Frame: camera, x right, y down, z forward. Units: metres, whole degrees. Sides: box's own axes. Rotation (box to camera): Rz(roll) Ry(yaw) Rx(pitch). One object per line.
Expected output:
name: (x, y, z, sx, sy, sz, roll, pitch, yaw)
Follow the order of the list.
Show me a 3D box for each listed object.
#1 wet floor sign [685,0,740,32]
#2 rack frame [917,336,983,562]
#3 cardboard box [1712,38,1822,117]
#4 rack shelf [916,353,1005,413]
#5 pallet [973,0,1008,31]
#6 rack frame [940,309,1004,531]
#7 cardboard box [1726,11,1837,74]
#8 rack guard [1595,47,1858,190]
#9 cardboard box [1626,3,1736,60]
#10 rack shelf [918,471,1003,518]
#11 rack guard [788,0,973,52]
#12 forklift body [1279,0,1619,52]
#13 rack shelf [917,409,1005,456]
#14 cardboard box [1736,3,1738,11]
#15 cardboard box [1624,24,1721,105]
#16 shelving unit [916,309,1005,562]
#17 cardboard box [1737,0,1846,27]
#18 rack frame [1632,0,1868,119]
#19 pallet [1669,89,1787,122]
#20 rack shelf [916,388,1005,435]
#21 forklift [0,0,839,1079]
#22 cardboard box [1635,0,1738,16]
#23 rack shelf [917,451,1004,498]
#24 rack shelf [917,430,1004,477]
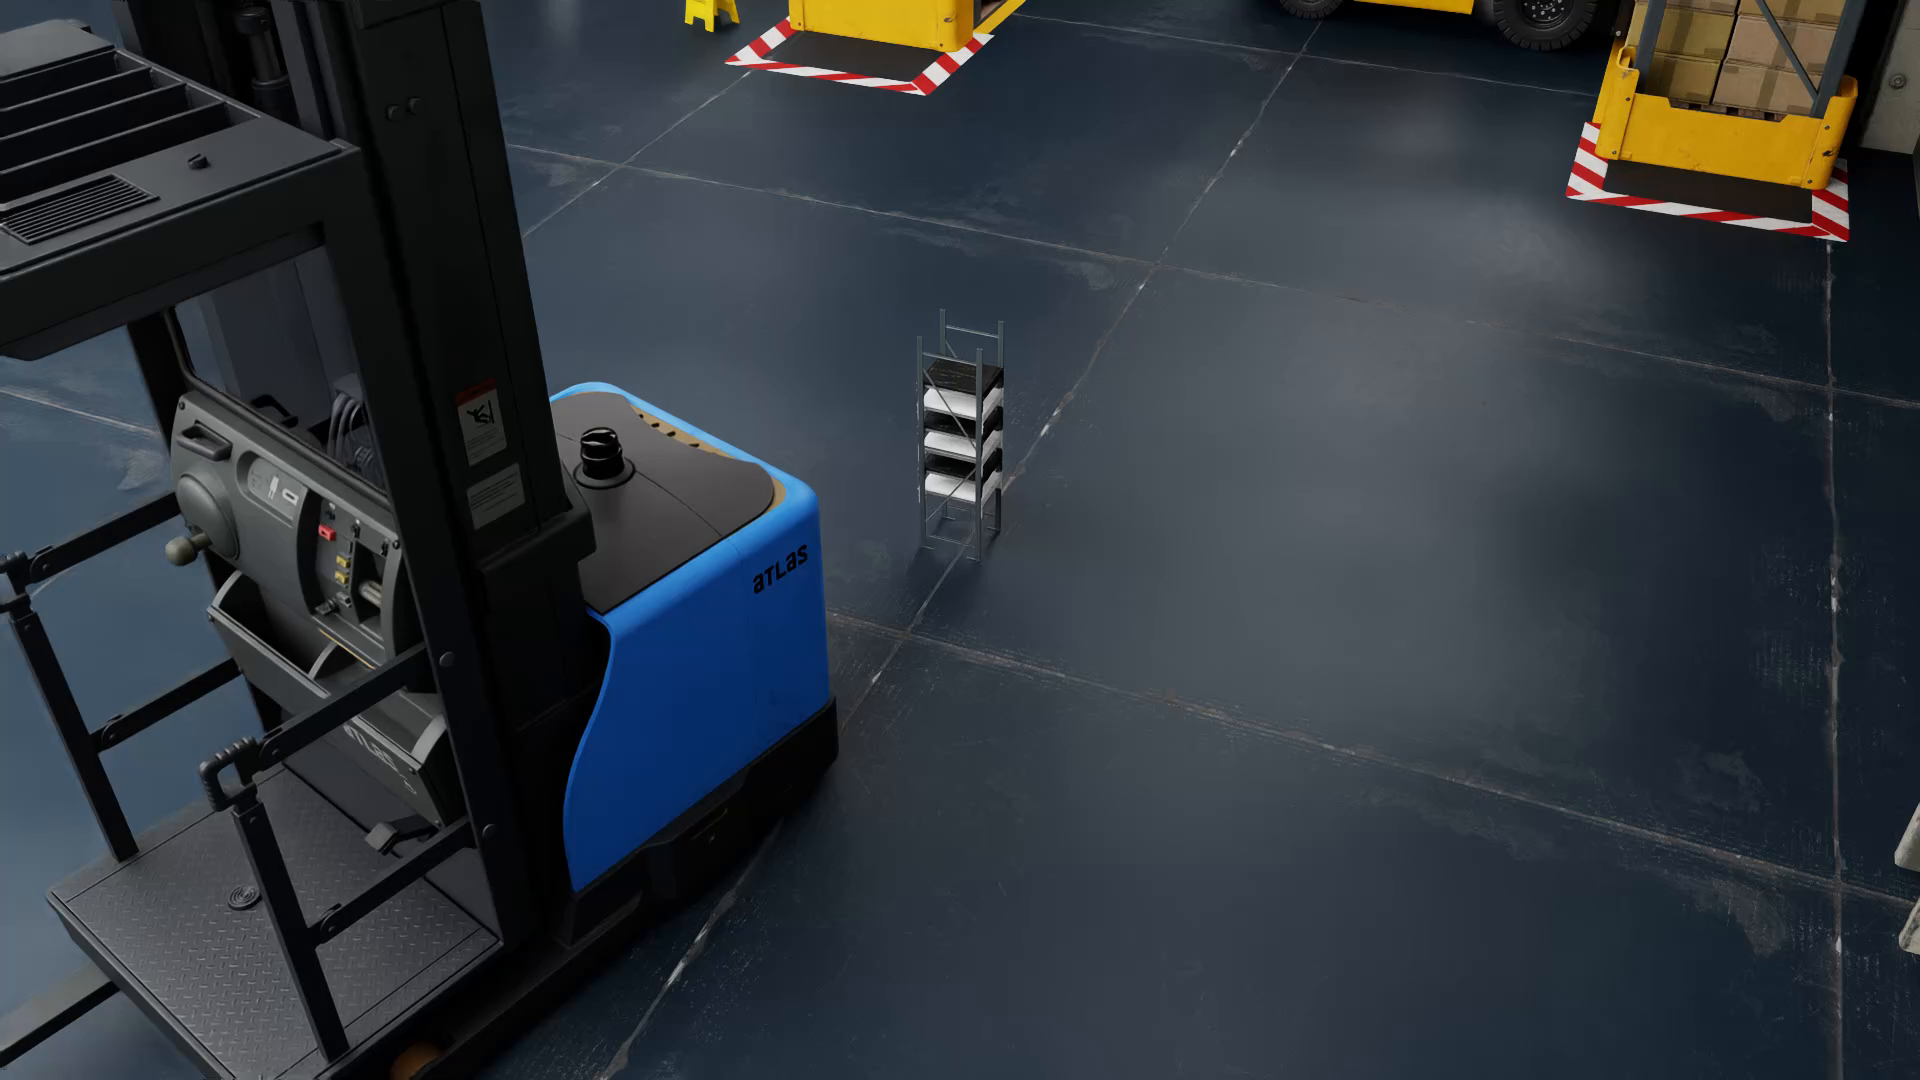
wet floor sign: (-1.593, -3.586, 10.509, 0.267, 0.644, 0.232, 29, 45, 33)
rack frame: (-0.036, -0.309, 5.911, 0.240, 0.900, 0.006, 14, 39, 18)
cardboard box: (4.429, -2.556, 9.110, 0.500, 0.250, 0.500, 14, 39, 18)
rack shelf: (0.003, -0.554, 5.845, 0.258, 0.077, 0.200, 14, 39, 18)
pallet: (-0.160, -3.757, 11.101, 1.003, 0.211, 1.213, 14, 39, 18)
rack frame: (0.042, -0.421, 6.062, 0.240, 0.900, 0.006, 14, 39, 18)
cardboard box: (4.432, -2.742, 8.941, 0.500, 0.250, 0.500, 15, 39, 19)
rack guard: (4.052, -2.247, 8.839, 1.175, 0.500, 0.348, 14, 39, 18)
cardboard box: (3.957, -2.870, 9.112, 0.500, 0.250, 0.500, 13, 39, 17)
rack shelf: (0.003, -0.194, 6.114, 0.258, 0.077, 0.200, 14, 39, 18)
rack guard: (-0.502, -3.431, 10.423, 1.175, 0.500, 0.348, 14, 39, 18)
forklift body: (3.095, -4.387, 10.323, 2.313, 2.155, 1.214, 14, 39, 18)
rack shelf: (0.003, -0.410, 5.953, 0.258, 0.077, 0.200, 14, 39, 18)
cardboard box: (4.612, -3.022, 9.316, 0.500, 0.250, 0.500, 13, 39, 17)
cardboard box: (3.947, -2.661, 9.250, 0.500, 0.250, 0.500, 14, 39, 18)
shelving unit: (0.003, -0.365, 5.987, 0.258, 0.900, 0.210, 14, 39, 18)
cardboard box: (4.419, -2.952, 8.805, 0.500, 0.250, 0.500, 13, 39, 17)
rack frame: (4.061, -3.262, 8.108, 1.000, 3.000, 0.127, 14, 39, 18)
pallet: (4.313, -2.578, 9.522, 1.003, 0.211, 1.213, 14, 39, 18)
rack shelf: (0.003, -0.482, 5.899, 0.258, 0.077, 0.200, 14, 39, 18)
forklift: (-1.712, 0.035, 3.755, 1.130, 2.935, 3.031, 27, 44, 31)
cardboard box: (3.948, -3.055, 8.943, 0.500, 0.250, 0.500, 15, 39, 19)
rack shelf: (0.003, -0.266, 6.060, 0.258, 0.077, 0.200, 14, 39, 18)
rack shelf: (0.003, -0.338, 6.007, 0.258, 0.077, 0.200, 14, 39, 18)
